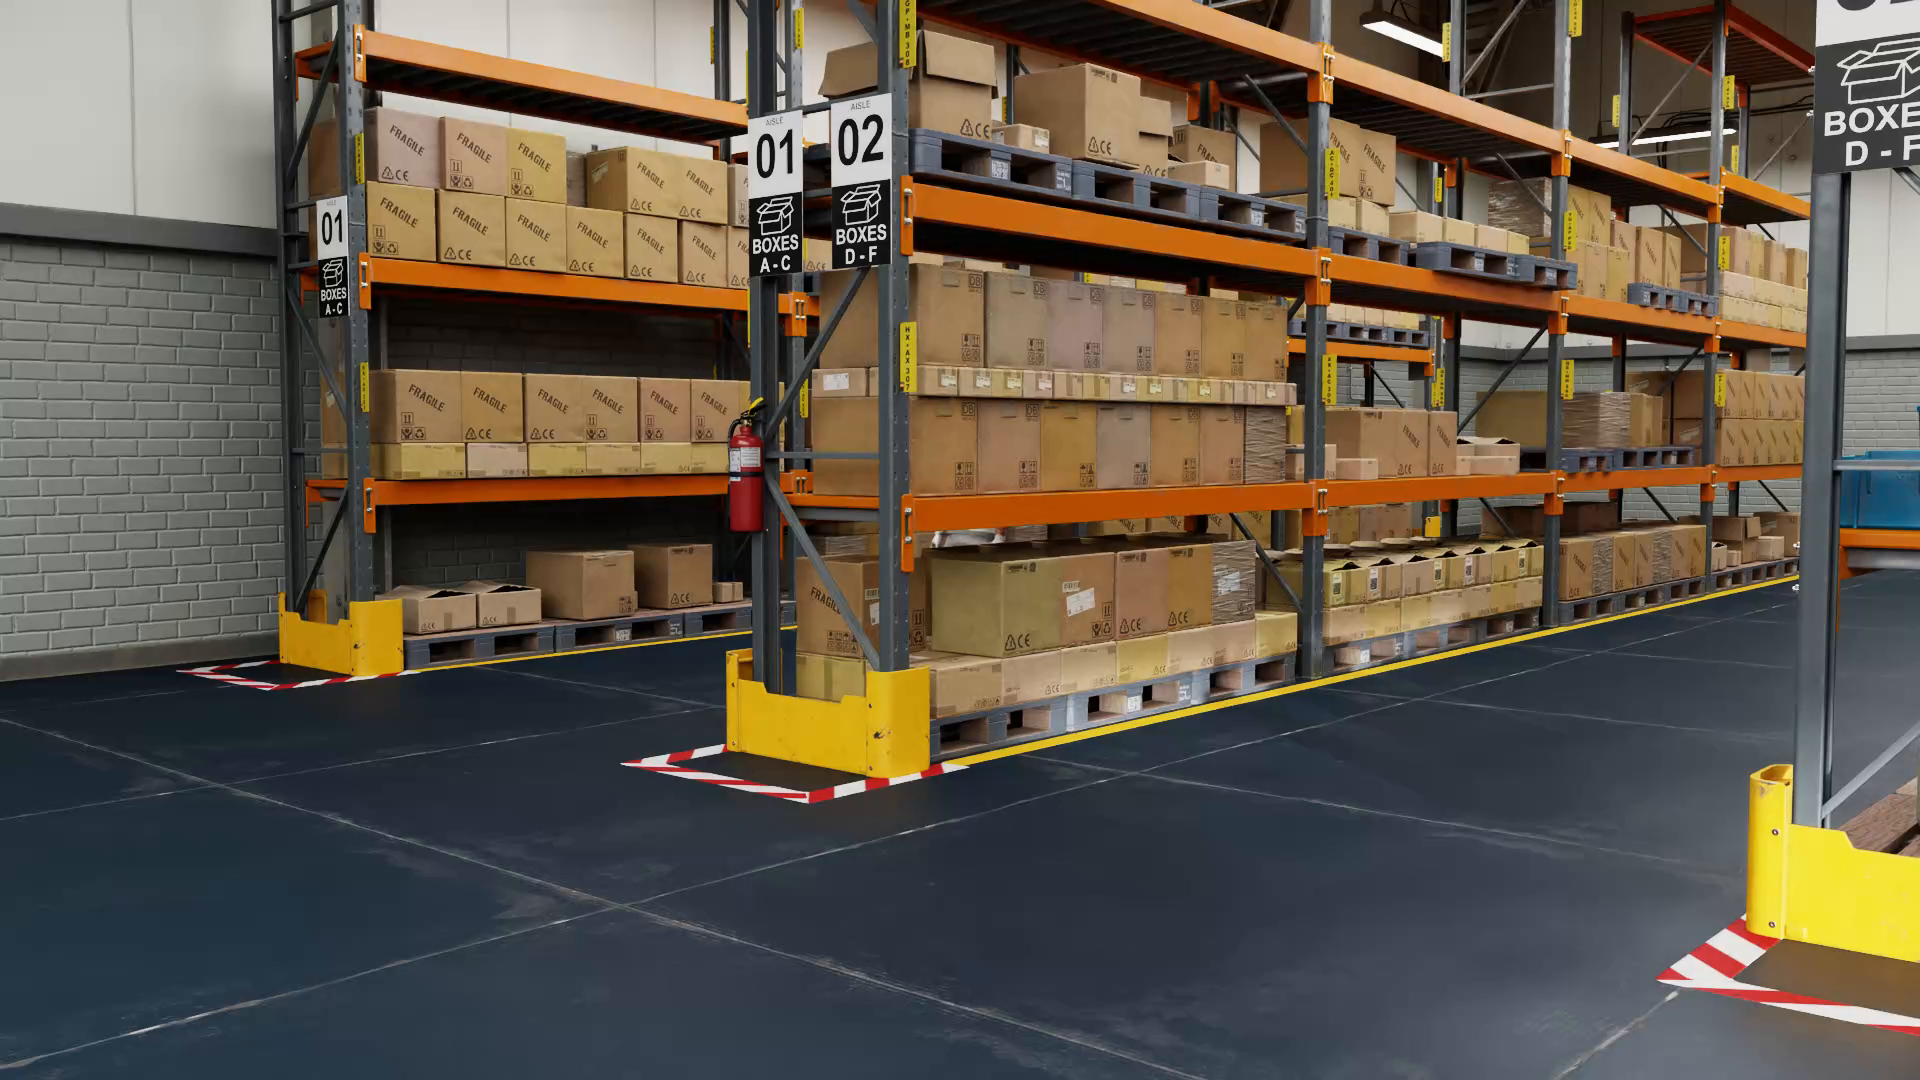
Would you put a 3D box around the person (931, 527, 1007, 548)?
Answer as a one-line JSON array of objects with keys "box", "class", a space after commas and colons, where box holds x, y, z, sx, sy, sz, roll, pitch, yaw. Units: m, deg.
[{"box": [0.057, 0.009, 11.414, 0.604, 1.777, 0.453, 3, 4, 38], "class": "person"}]
